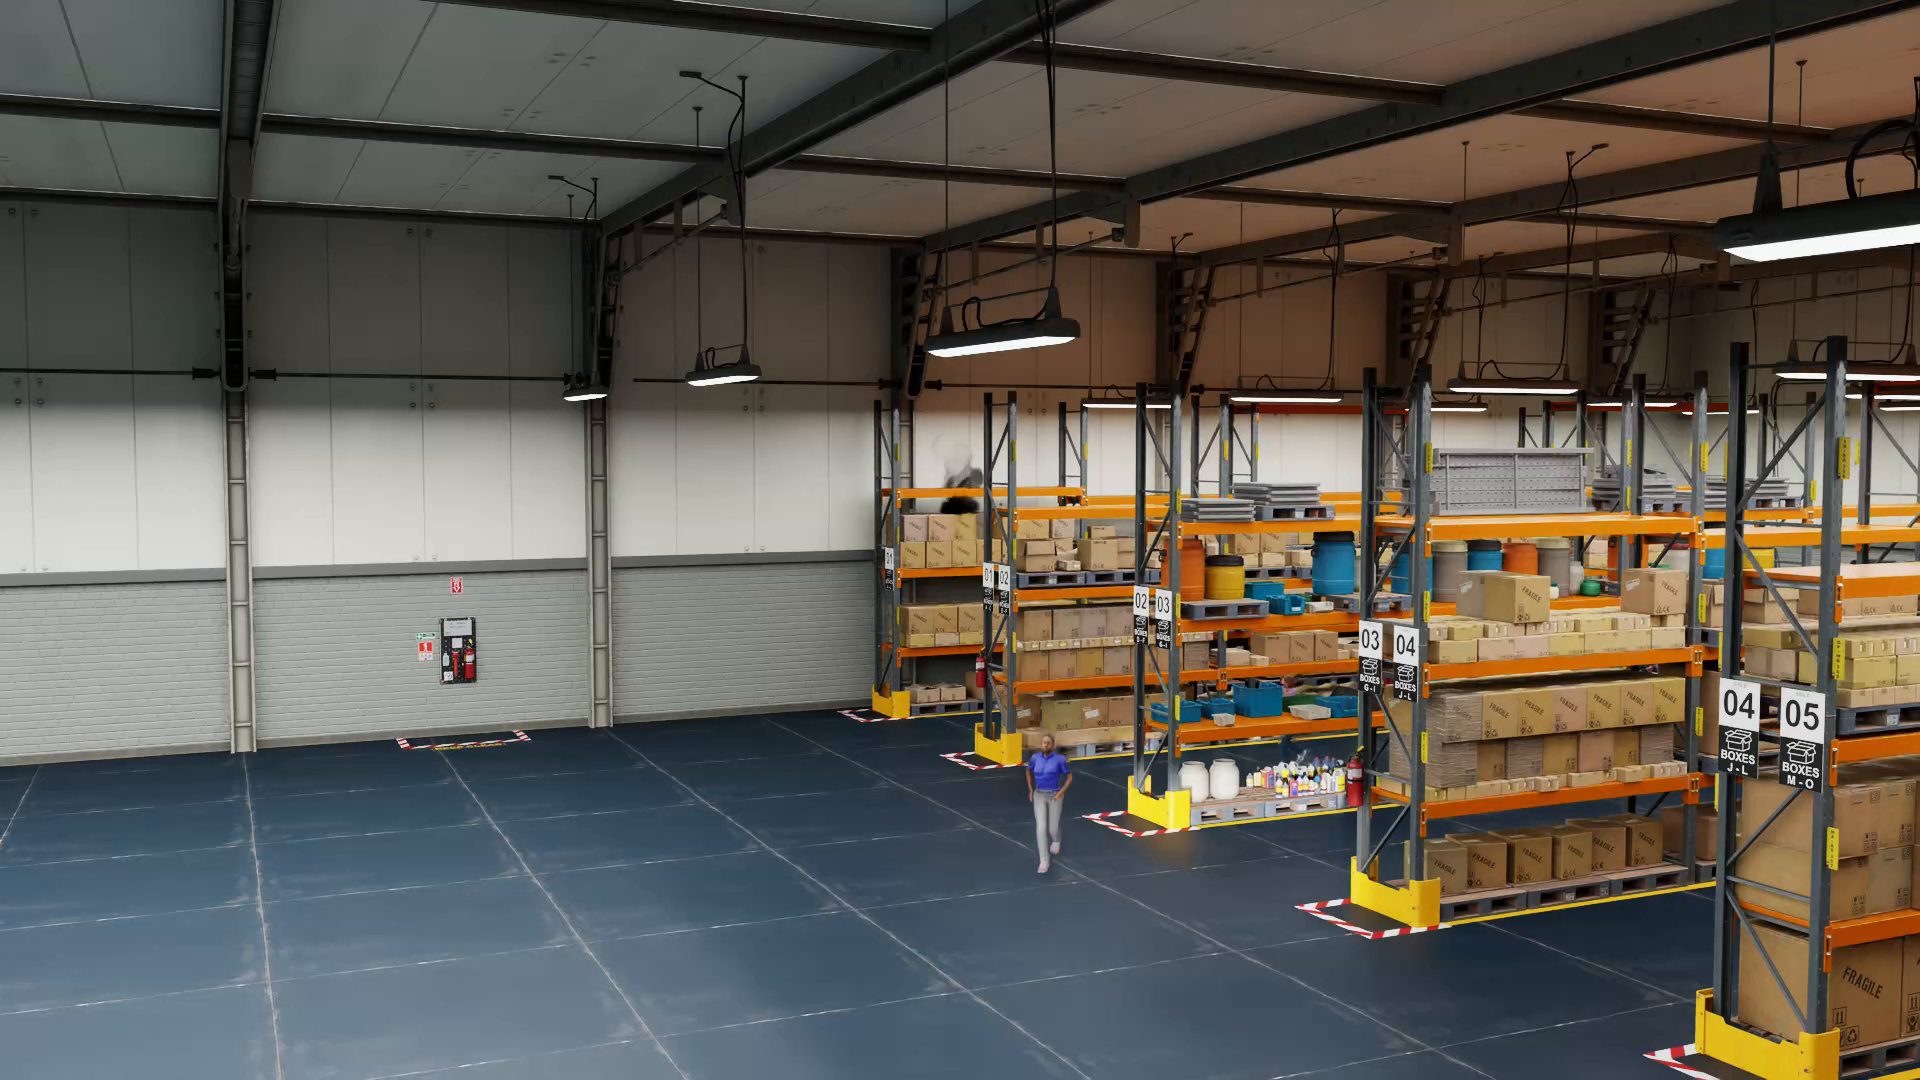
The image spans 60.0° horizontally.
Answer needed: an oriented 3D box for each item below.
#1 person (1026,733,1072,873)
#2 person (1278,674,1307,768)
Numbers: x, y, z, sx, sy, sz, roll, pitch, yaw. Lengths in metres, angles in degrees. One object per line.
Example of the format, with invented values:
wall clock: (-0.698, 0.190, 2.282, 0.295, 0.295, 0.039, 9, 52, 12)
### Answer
person: (1.084, 3.176, 20.338, 0.592, 1.657, 0.804, 1, 3, 11)
person: (5.183, 2.879, 25.916, 0.782, 1.593, 0.547, -2, 4, -30)
